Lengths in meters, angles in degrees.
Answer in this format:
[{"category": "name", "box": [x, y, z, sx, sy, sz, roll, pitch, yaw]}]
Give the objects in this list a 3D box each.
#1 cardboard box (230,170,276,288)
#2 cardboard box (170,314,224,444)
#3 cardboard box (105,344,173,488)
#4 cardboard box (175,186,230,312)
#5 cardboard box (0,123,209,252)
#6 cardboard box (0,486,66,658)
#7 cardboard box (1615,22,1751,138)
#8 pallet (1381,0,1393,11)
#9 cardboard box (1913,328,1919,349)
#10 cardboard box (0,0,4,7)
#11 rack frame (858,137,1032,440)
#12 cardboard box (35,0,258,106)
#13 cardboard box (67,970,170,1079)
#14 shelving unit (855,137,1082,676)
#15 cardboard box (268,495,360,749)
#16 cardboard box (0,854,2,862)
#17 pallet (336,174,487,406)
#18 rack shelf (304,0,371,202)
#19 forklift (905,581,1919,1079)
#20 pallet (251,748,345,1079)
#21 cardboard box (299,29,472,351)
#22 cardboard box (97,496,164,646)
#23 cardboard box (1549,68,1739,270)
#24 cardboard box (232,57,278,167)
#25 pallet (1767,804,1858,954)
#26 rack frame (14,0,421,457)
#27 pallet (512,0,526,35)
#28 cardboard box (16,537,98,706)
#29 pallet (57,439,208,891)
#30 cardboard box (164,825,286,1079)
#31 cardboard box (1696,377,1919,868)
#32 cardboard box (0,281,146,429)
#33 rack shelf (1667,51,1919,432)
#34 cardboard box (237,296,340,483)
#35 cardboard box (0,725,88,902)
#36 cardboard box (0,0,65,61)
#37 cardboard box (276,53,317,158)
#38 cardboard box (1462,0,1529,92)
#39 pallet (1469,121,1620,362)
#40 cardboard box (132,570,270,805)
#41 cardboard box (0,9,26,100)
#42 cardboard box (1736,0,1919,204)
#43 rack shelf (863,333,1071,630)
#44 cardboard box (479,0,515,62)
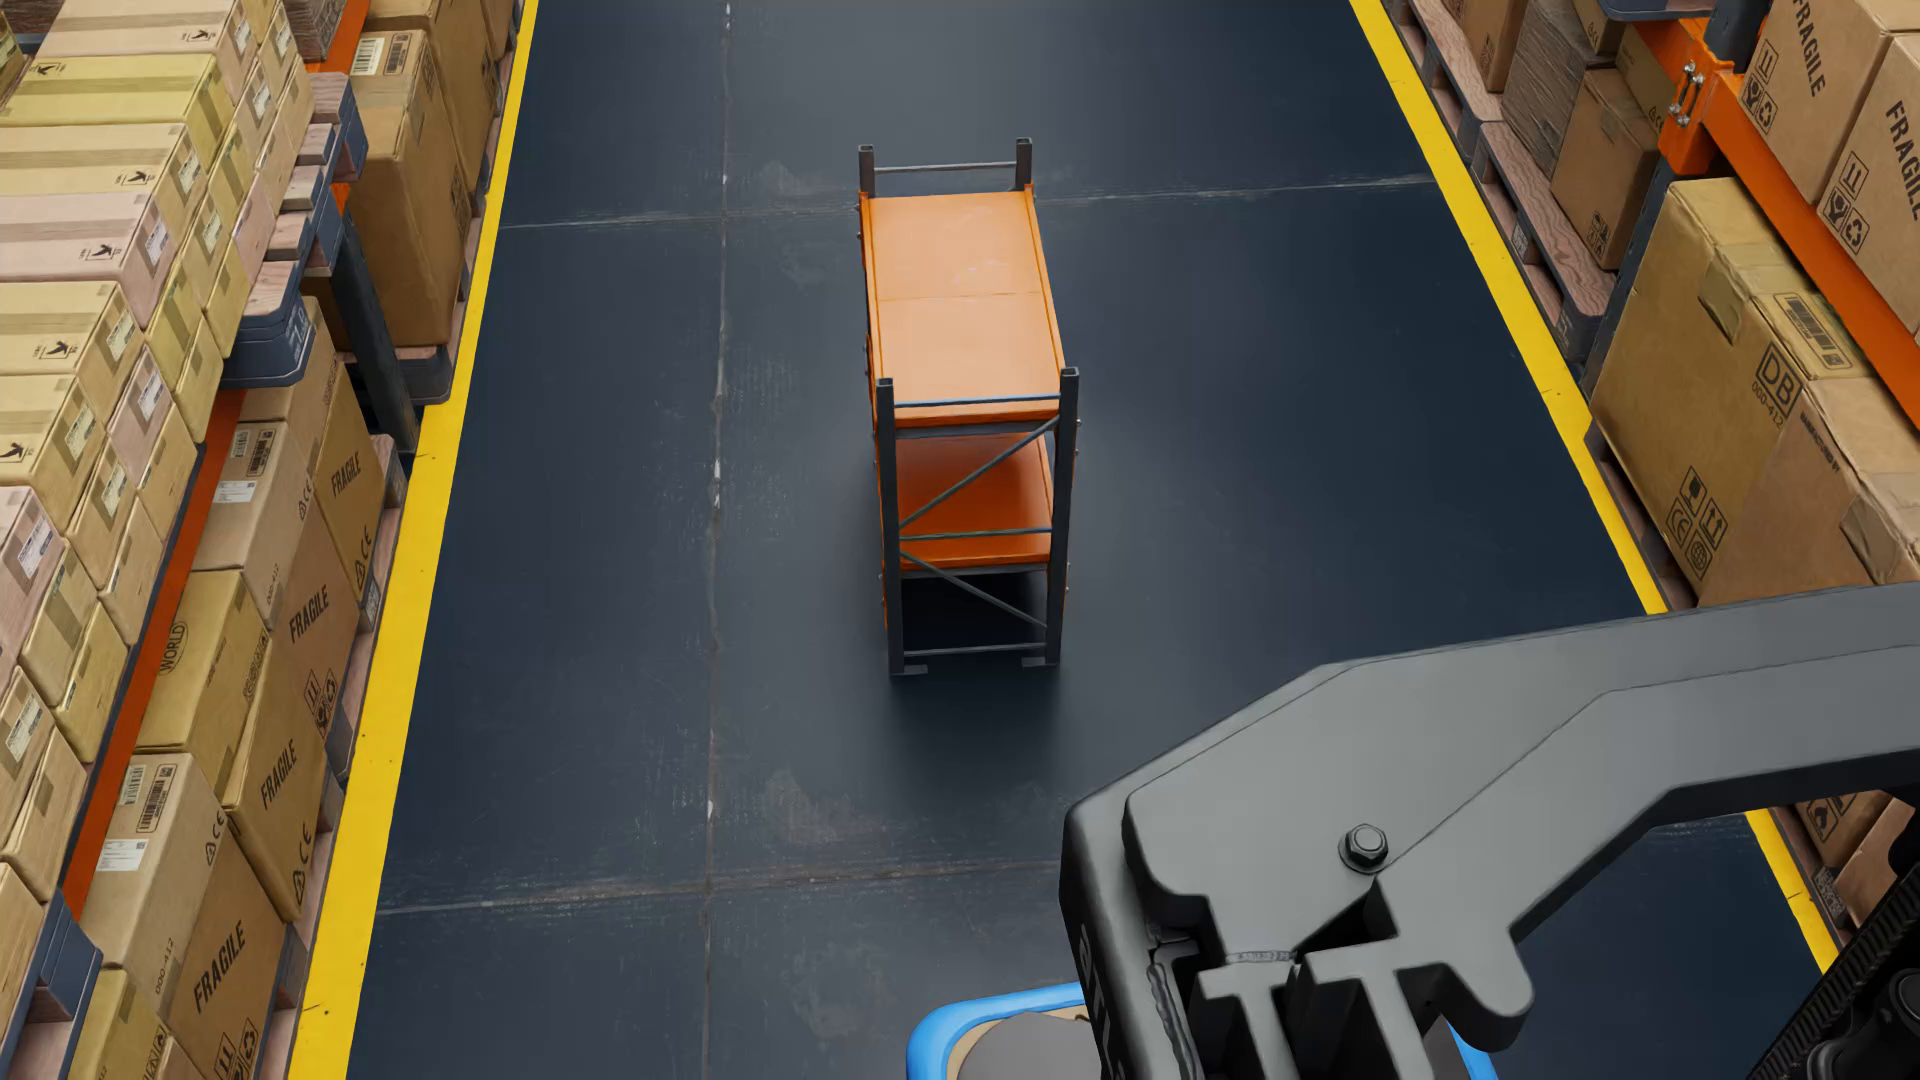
[{"category": "cardboard box", "box": [-1.768, -0.689, 3.721, 0.380, 0.149, 0.250, -3, 47, -3]}, {"category": "cardboard box", "box": [-1.727, -0.314, 3.365, 0.380, 0.149, 0.250, -5, 47, -5]}, {"category": "cardboard box", "box": [-1.703, -0.224, 3.075, 0.380, 0.149, 0.250, -2, 47, -2]}, {"category": "cardboard box", "box": [-1.744, -0.592, 3.424, 0.380, 0.149, 0.250, -3, 47, -3]}, {"category": "cardboard box", "box": [-1.744, -0.698, 3.319, 0.380, 0.149, 0.250, -2, 47, -2]}, {"category": "cardboard box", "box": [-1.657, 0.057, 2.604, 0.380, 0.149, 0.250, -2, 47, -2]}, {"category": "cardboard box", "box": [2.557, -1.587, 5.589, 0.500, 0.250, 0.500, -2, 47, -2]}, {"category": "pallet", "box": [2.374, -2.926, 7.876, 1.003, 0.211, 1.213, -3, 47, -3]}, {"category": "cardboard box", "box": [2.504, -0.477, 3.567, 0.500, 0.500, 0.500, -4, 47, -4]}, {"category": "cardboard box", "box": [-2.462, -1.239, 3.832, 0.380, 0.149, 0.250, -3, 47, -3]}, {"category": "rack frame", "box": [-0.042, -0.750, 5.185, 0.500, 1.125, 0.032, -3, 47, -3]}, {"category": "cardboard box", "box": [-1.792, -1.080, 3.681, 0.380, 0.149, 0.250, -4, 47, -4]}, {"category": "cardboard box", "box": [-1.819, 1.089, 3.068, 0.500, 0.250, 0.500, -2, 47, -2]}, {"category": "shelving unit", "box": [0.001, -0.382, 4.837, 0.538, 1.125, 1.048, -3, 47, -3]}, {"category": "cardboard box", "box": [-1.953, 0.225, 4.403, 0.500, 0.500, 0.500, -2, 47, -2]}, {"category": "cardboard box", "box": [-1.616, 0.532, 2.359, 0.380, 0.149, 0.250, -5, 47, -5]}, {"category": "pallet", "box": [-2.299, -0.942, 5.997, 1.003, 0.211, 1.213, -3, 47, -3]}, {"category": "rack shelf", "box": [-2.476, -2.526, 6.072, 1.077, 0.370, 4.000, -3, 47, -3]}, {"category": "forklift", "box": [0.664, 1.565, 1.750, 1.130, 2.935, 3.031, -8, 47, -7]}, {"category": "pallet", "box": [-2.145, 1.079, 4.083, 1.003, 0.211, 1.213, -3, 47, -3]}, {"category": "cardboard box", "box": [-2.270, -1.143, 5.527, 1.050, 0.750, 0.750, -4, 47, -4]}, {"category": "cardboard box", "box": [-1.681, 0.070, 3.001, 0.380, 0.149, 0.250, -5, 47, -5]}, {"category": "cardboard box", "box": [2.567, -1.330, 5.862, 0.700, 0.500, 0.500, -6, 47, -5]}, {"category": "cardboard box", "box": [-1.789, -0.964, 3.776, 0.380, 0.149, 0.250, -2, 47, -2]}, {"category": "pallet", "box": [2.733, 0.860, 4.290, 1.003, 0.211, 1.213, -3, 47, -3]}, {"category": "rack frame", "box": [-2.308, -1.326, 4.440, 1.000, 3.000, 0.127, -3, 47, -3]}, {"category": "pallet", "box": [-2.504, -2.708, 7.669, 1.003, 0.211, 1.213, -3, 47, -3]}, {"category": "cardboard box", "box": [-1.663, 0.146, 2.725, 0.380, 0.149, 0.250, -4, 47, -4]}, {"category": "pallet", "box": [-2.102, 0.170, 3.156, 1.003, 0.211, 1.213, -3, 47, -3]}, {"category": "cardboard box", "box": [-1.874, 0.971, 3.696, 0.500, 0.500, 0.500, -3, 47, -3]}, {"category": "cardboard box", "box": [2.747, 0.178, 4.190, 1.225, 0.875, 0.875, -3, 47, -3]}, {"category": "cardboard box", "box": [-1.704, -0.326, 2.967, 0.380, 0.149, 0.250, -1, 47, -1]}, {"category": "rack shelf", "box": [2.810, 0.140, 3.547, 1.077, 0.370, 4.000, -3, 47, -3]}, {"category": "cardboard box", "box": [-1.990, -0.390, 4.469, 0.500, 0.250, 0.500, -4, 47, -4]}, {"category": "cardboard box", "box": [-1.636, 0.450, 2.642, 0.380, 0.149, 0.250, -5, 47, -5]}, {"category": "cardboard box", "box": [-2.614, -1.670, 4.697, 0.500, 0.500, 0.500, -3, 47, -3]}, {"category": "cardboard box", "box": [-1.809, -1.055, 4.067, 0.380, 0.149, 0.250, -3, 47, -3]}, {"category": "cardboard box", "box": [2.453, -2.140, 6.629, 0.700, 0.500, 0.500, 0, 47, 0]}, {"category": "pallet", "box": [2.579, -1.161, 6.204, 1.003, 0.211, 1.213, -3, 47, -3]}, {"category": "cardboard box", "box": [-1.910, 0.343, 3.775, 0.500, 0.250, 0.500, -2, 47, -2]}, {"category": "cardboard box", "box": [-2.468, -1.125, 3.928, 0.380, 0.149, 0.250, -2, 47, -2]}, {"category": "cardboard box", "box": [2.412, -1.221, 4.271, 0.500, 0.500, 0.500, -2, 47, -2]}, {"category": "rack shelf", "box": [0.001, -0.214, 5.014, 0.538, 0.278, 1.000, -3, 47, -3]}, {"category": "cardboard box", "box": [-2.425, -2.449, 6.764, 1.050, 0.750, 0.750, -3, 47, -3]}]
